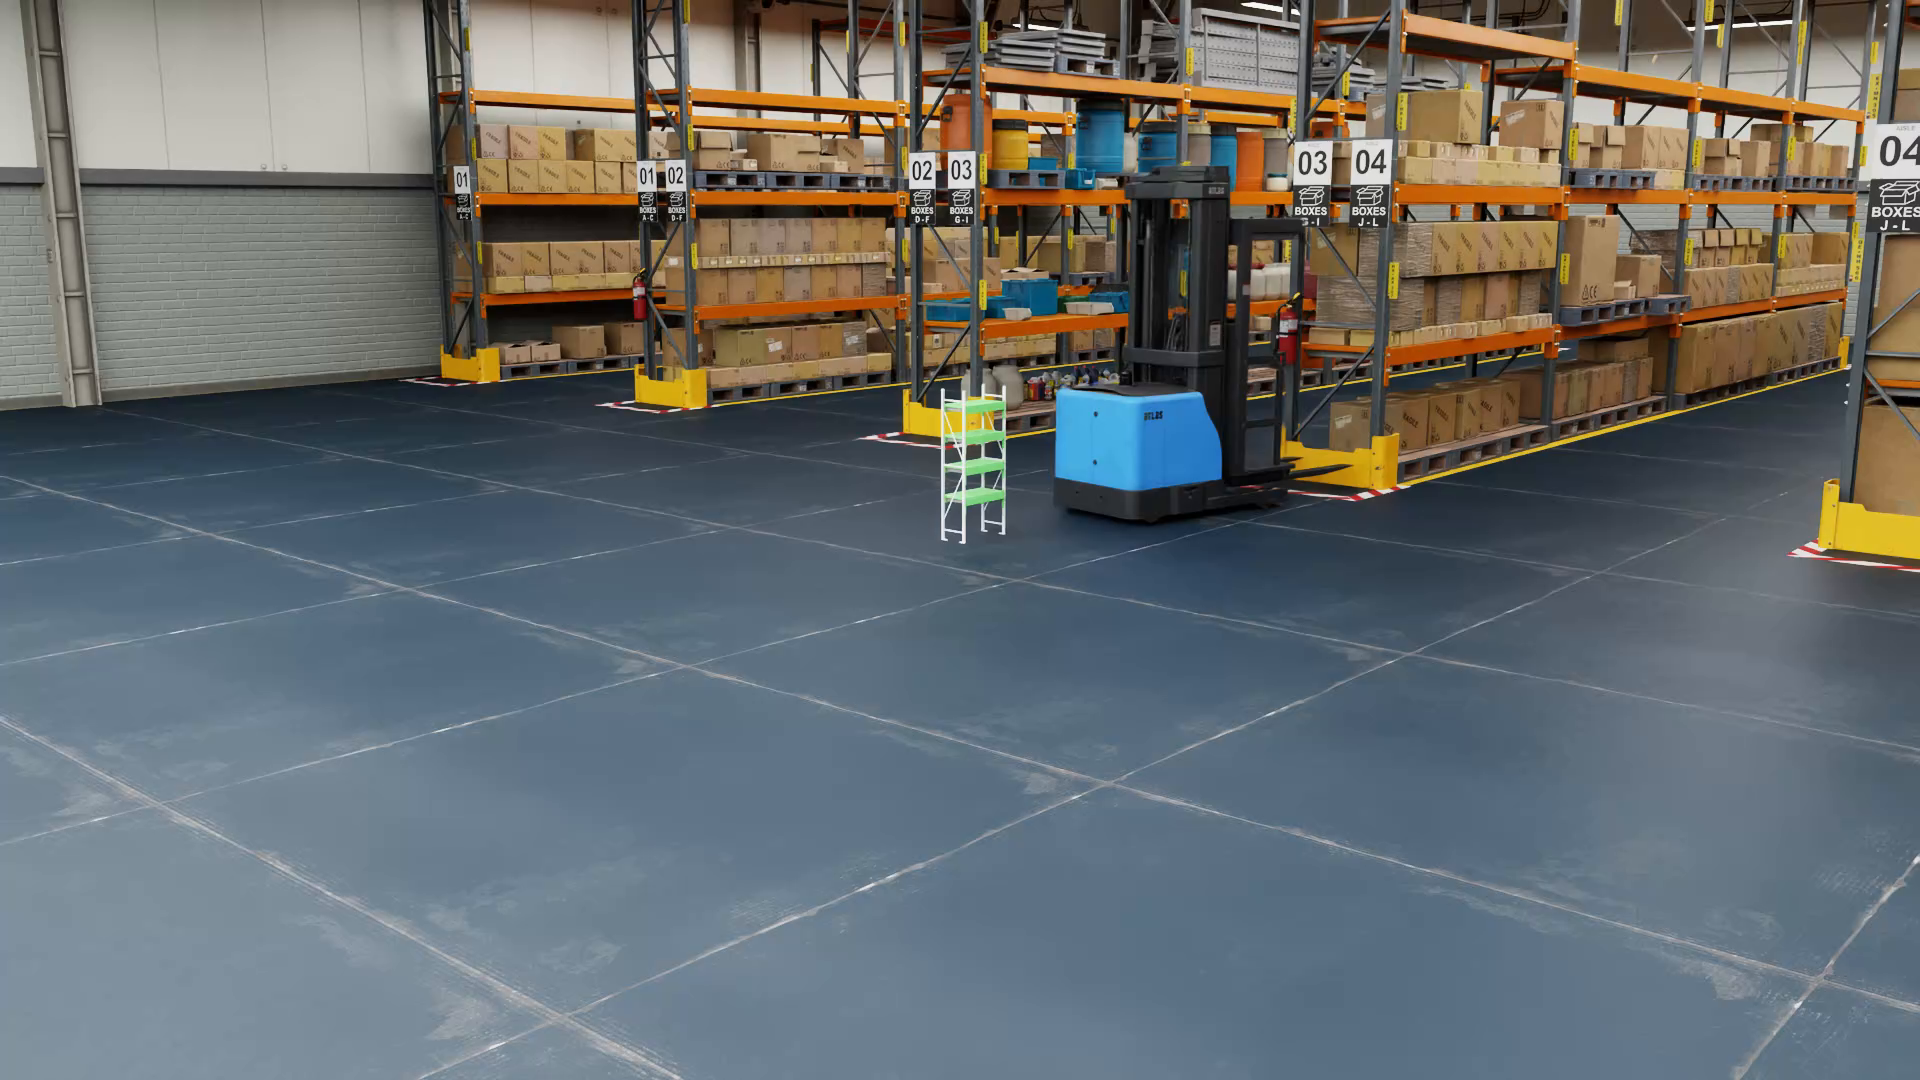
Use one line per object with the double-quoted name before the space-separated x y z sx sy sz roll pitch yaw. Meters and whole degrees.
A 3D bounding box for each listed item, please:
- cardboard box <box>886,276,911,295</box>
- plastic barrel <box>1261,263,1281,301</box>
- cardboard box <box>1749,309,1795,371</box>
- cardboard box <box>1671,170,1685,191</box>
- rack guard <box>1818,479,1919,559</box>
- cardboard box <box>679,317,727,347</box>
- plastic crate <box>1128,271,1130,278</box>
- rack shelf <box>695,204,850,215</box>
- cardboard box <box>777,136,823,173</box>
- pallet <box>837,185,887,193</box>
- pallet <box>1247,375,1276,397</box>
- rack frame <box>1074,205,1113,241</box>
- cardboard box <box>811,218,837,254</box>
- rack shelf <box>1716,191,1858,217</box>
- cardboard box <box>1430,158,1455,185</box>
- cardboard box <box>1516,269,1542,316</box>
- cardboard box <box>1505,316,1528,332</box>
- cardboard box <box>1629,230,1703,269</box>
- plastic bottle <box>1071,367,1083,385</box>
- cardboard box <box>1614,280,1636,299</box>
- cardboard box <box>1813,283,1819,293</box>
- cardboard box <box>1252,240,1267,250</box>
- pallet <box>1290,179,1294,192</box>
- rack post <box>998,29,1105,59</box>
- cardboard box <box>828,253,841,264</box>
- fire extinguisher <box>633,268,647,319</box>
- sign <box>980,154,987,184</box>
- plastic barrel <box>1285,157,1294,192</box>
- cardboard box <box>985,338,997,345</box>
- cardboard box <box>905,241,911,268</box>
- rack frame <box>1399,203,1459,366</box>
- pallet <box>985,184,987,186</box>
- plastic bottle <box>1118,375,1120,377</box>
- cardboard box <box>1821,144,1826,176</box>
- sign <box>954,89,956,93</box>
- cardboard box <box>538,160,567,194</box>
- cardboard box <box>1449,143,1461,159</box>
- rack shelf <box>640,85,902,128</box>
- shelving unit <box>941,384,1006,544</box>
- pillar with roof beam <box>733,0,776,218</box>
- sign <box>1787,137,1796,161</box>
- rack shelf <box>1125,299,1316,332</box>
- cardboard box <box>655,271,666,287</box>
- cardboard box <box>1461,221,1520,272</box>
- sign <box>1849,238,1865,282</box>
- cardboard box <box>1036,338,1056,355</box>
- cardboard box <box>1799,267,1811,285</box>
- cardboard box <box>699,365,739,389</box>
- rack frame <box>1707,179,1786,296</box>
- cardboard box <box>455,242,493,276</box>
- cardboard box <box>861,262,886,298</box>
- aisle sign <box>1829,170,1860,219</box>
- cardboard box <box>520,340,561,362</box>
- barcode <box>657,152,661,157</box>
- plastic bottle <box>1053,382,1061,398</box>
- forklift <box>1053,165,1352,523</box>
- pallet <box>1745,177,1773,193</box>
"cardboard box" -0.941 -3.899 25.459 0.500 0.250 0.500 11 16 44
"plastic barrel" 4.329 -3.656 23.574 0.421 0.512 0.421 0 11 0
"cardboard box" 11.982 -3.041 25.133 0.875 0.875 0.875 10 15 40
"cardboard box" 8.717 -4.498 20.797 0.500 0.250 0.500 10 15 40
"rack guard" 7.209 -0.140 12.634 1.175 0.500 0.348 10 15 40
"cardboard box" -4.483 -3.635 29.012 0.700 0.500 0.500 10 15 42
"plastic crate" 2.575 -3.396 22.393 0.402 0.464 0.583 10 15 40
"rack shelf" -3.636 -5.947 29.507 1.077 0.370 4.000 10 15 40
"cardboard box" -2.415 -5.465 23.563 0.637 0.503 0.797 -10 15 -41
"pallet" -1.931 -6.603 31.437 1.213 0.211 1.003 11 16 43
"pallet" 3.780 -2.187 23.624 1.003 0.211 1.213 10 15 40
"rack frame" 2.965 -6.300 37.097 1.000 3.000 0.127 10 15 40
"cardboard box" -2.185 -4.366 23.844 0.700 0.500 0.500 10 15 40
"rack shelf" 12.807 -5.203 25.781 1.077 0.370 4.000 10 15 40
"cardboard box" 4.413 -3.537 15.984 0.500 0.250 0.500 9 15 39
"cardboard box" 5.862 -2.750 18.308 0.875 0.500 0.500 10 15 40
"cardboard box" 5.821 -2.305 17.735 0.380 0.149 0.250 10 15 40
"cardboard box" 9.341 -3.849 22.005 0.797 0.503 0.637 10 15 42
"plastic bottle" 1.516 -2.078 21.596 0.144 0.351 0.185 9 14 38
"cardboard box" 7.948 -3.062 20.154 0.396 0.266 0.258 9 15 39
"cardboard box" 13.130 -3.936 25.901 0.380 0.149 0.250 10 15 41
"cardboard box" 5.590 -5.872 32.143 0.500 0.500 0.500 10 15 42
"pallet" 5.704 -5.321 25.016 1.003 0.211 1.213 10 15 40
"rack post" 1.100 -5.859 19.765 0.937 0.300 0.954 9 15 39
"cardboard box" -1.925 -4.045 23.893 0.380 0.149 0.250 10 15 40
"fire extinguisher" -4.300 -3.311 22.328 0.296 0.674 0.183 10 15 40
"sign" 0.255 -4.069 18.244 0.100 0.325 0.005 10 15 40
"plastic barrel" 4.690 -5.362 24.456 0.421 0.512 0.421 0 11 0
"cardboard box" 0.241 -3.282 26.503 0.500 0.311 0.500 10 15 42
"cardboard box" -1.122 -5.515 32.100 0.500 0.500 0.500 10 15 40
"rack frame" 7.766 -4.431 27.737 1.000 3.000 0.127 10 15 40
"pallet" 0.291 -5.585 26.341 1.003 0.211 1.213 11 16 43
"plastic bottle" 2.022 -1.989 21.343 0.152 0.276 0.135 10 15 40
"cardboard box" 13.057 -5.921 25.957 0.700 0.500 0.500 9 14 37
"sign" -0.076 -9.265 33.833 0.100 0.325 0.005 10 15 40
"cardboard box" -6.467 -5.644 25.847 0.500 0.500 0.500 11 16 43
"cardboard box" 4.636 -3.773 16.152 0.380 0.149 0.250 10 15 40
"rack shelf" -2.553 -5.994 23.102 1.077 0.370 4.000 10 15 40
"shelving unit" 0.109 -0.613 13.216 0.258 1.200 0.503 10 15 40
"pillar with roof beam" -0.590 -7.429 27.432 9.100 9.000 0.548 10 15 40
"sign" 11.901 -5.601 23.812 0.100 0.325 0.005 10 15 40
"rack shelf" 3.805 -3.195 23.388 1.077 0.370 4.000 10 15 40
"cardboard box" -5.042 -4.362 27.725 0.500 0.250 0.500 10 15 40
"cardboard box" 5.456 -3.050 17.255 0.500 0.500 0.500 10 15 40
"sign" 6.826 -2.125 12.631 0.100 0.325 0.005 10 15 40
"cardboard box" 1.243 -3.232 27.683 0.500 0.250 0.500 10 15 42
"cardboard box" 12.663 -4.048 25.442 0.500 0.250 0.500 10 15 42
"cardboard box" -3.352 -2.214 22.586 0.500 0.250 0.500 10 15 40
"rack frame" 11.487 -3.791 24.531 1.000 3.000 0.127 10 15 40
"cardboard box" -7.446 -4.347 25.735 0.500 0.500 0.500 10 15 40
"cardboard box" -1.521 -3.878 24.713 0.700 0.500 0.500 9 15 39
"aisle sign" 14.400 -5.626 27.082 0.394 0.787 0.004 10 15 40
"cardboard box" -6.696 -3.018 26.403 0.500 0.311 0.500 -11 15 -43
"barcode" -4.037 -5.169 22.291 0.001 0.075 0.075 10 15 40
"plastic bottle" 1.232 -1.905 21.114 0.097 0.201 0.097 0 11 0
"forklift" 2.280 -1.787 14.676 3.031 2.935 1.130 -9 14 -37
"pallet" 10.918 -5.026 23.549 0.805 0.209 1.217 9 14 38
